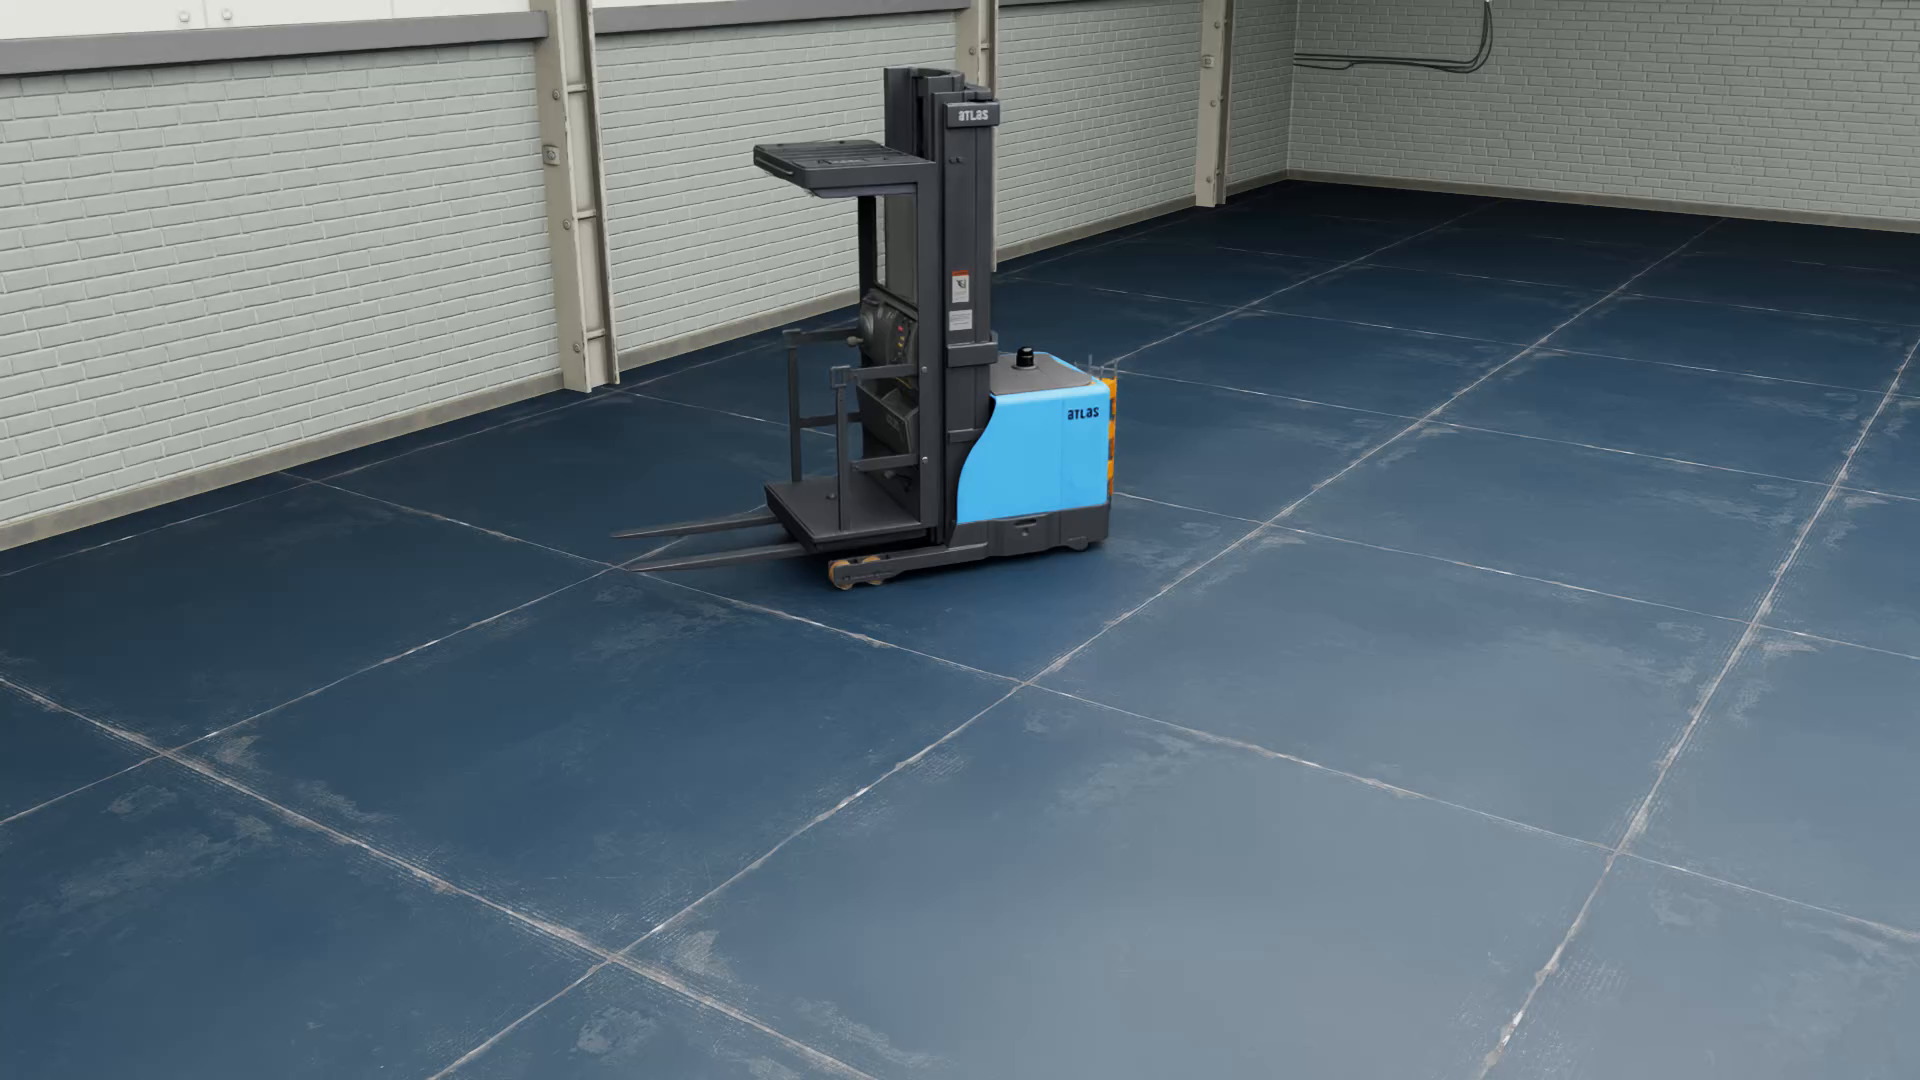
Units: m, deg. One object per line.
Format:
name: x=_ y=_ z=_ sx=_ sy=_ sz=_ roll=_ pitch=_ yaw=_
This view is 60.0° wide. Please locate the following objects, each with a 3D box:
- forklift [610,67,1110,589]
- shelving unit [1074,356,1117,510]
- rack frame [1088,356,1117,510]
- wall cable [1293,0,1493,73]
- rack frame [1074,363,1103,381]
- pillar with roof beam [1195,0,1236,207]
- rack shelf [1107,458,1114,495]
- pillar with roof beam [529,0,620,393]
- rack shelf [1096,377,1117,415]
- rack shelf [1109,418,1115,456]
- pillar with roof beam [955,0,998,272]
forklift: x=-0.624 y=-1.289 z=10.025 sx=3.031 sy=2.935 sz=1.130 roll=-8 pitch=22 yaw=-20
shelving unit: x=0.888 y=-0.679 z=11.086 sx=0.215 sy=1.050 sz=0.252 roll=10 pitch=22 yaw=25
rack frame: x=0.944 y=-0.716 z=11.188 sx=0.200 sy=1.050 sz=0.008 roll=10 pitch=22 yaw=25
wall cable: x=6.305 y=-8.134 z=24.260 sx=3.097 sy=2.526 sz=0.112 roll=13 pitch=24 yaw=32
rack frame: x=0.833 y=-0.642 z=10.984 sx=0.200 sy=1.050 sz=0.008 roll=10 pitch=22 yaw=25
pillar with roof beam: x=7.115 y=-8.164 z=19.864 sx=9.100 sy=9.000 sz=0.400 roll=13 pitch=24 yaw=32
rack shelf: x=0.888 y=-0.408 z=11.184 sx=0.215 sy=0.259 sz=0.240 roll=10 pitch=22 yaw=25
pillar with roof beam: x=0.370 y=-4.721 z=10.556 sx=9.100 sy=9.000 sz=0.400 roll=13 pitch=24 yaw=32
rack shelf: x=0.889 y=-0.936 z=10.992 sx=0.215 sy=0.259 sz=0.240 roll=10 pitch=22 yaw=25
rack shelf: x=0.888 y=-0.669 z=11.089 sx=0.215 sy=0.259 sz=0.240 roll=10 pitch=22 yaw=25
pillar with roof beam: x=3.742 y=-6.442 z=15.210 sx=9.100 sy=9.000 sz=0.400 roll=13 pitch=24 yaw=32
